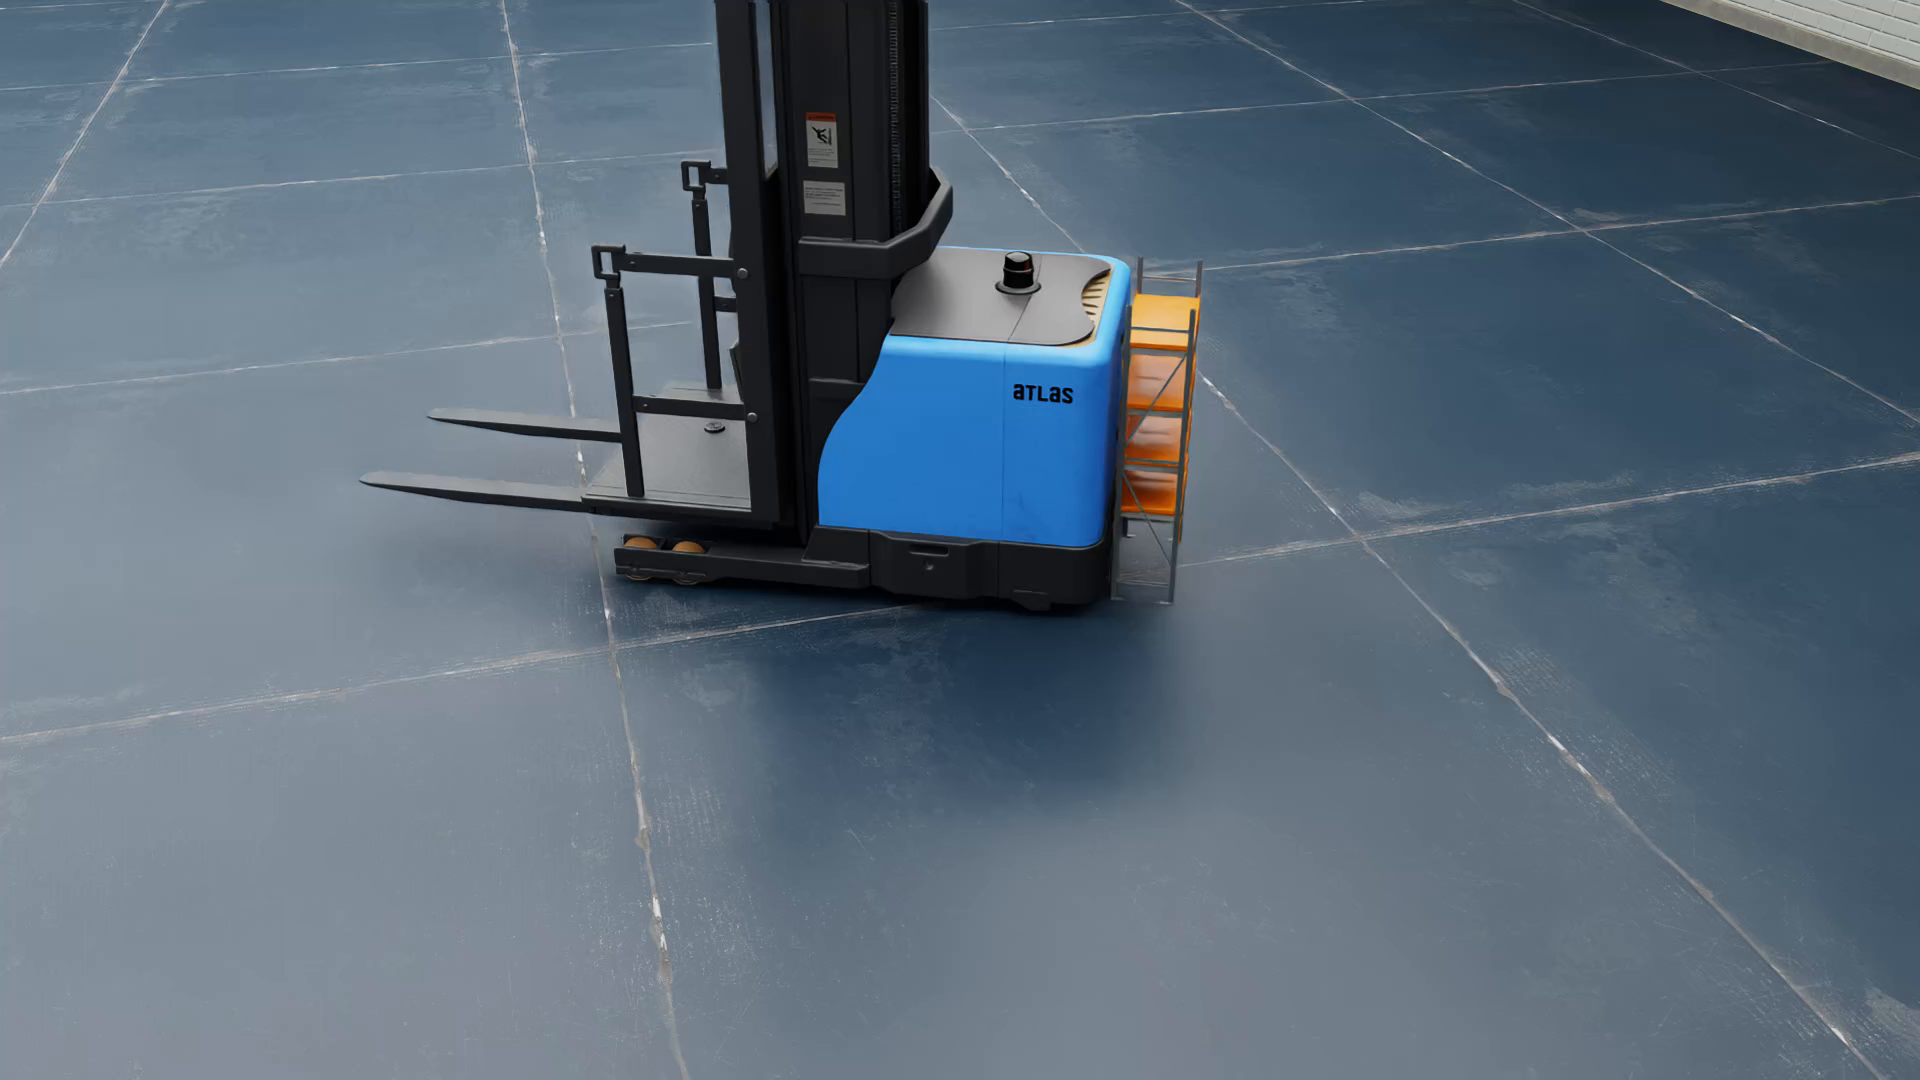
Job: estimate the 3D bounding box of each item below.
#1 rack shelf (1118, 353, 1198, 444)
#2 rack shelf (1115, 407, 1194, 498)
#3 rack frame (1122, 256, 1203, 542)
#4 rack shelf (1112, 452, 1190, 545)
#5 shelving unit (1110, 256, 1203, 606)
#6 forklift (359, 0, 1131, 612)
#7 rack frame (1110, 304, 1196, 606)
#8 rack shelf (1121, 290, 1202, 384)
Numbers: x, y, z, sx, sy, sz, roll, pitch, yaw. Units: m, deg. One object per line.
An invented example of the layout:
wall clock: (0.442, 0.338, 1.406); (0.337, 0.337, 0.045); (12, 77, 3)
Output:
rack shelf: (0.737, -0.539, 6.171); (0.258, 0.148, 0.480); (5, 30, 9)
rack shelf: (0.737, -0.345, 6.283); (0.258, 0.148, 0.480); (5, 30, 9)
rack frame: (0.779, -0.524, 6.457); (0.240, 1.200, 0.015); (5, 30, 9)
rack shelf: (0.737, -0.174, 6.382); (0.258, 0.148, 0.480); (5, 30, 9)
shelving unit: (0.737, -0.404, 6.249); (0.258, 1.200, 0.503); (5, 30, 9)
forklift: (-0.883, -1.347, 6.151); (3.031, 2.935, 1.130); (5, 30, 9)
rack frame: (0.694, -0.283, 6.041); (0.240, 1.200, 0.015); (5, 30, 9)
rack shelf: (0.737, -0.744, 6.052); (0.258, 0.148, 0.480); (5, 30, 9)
